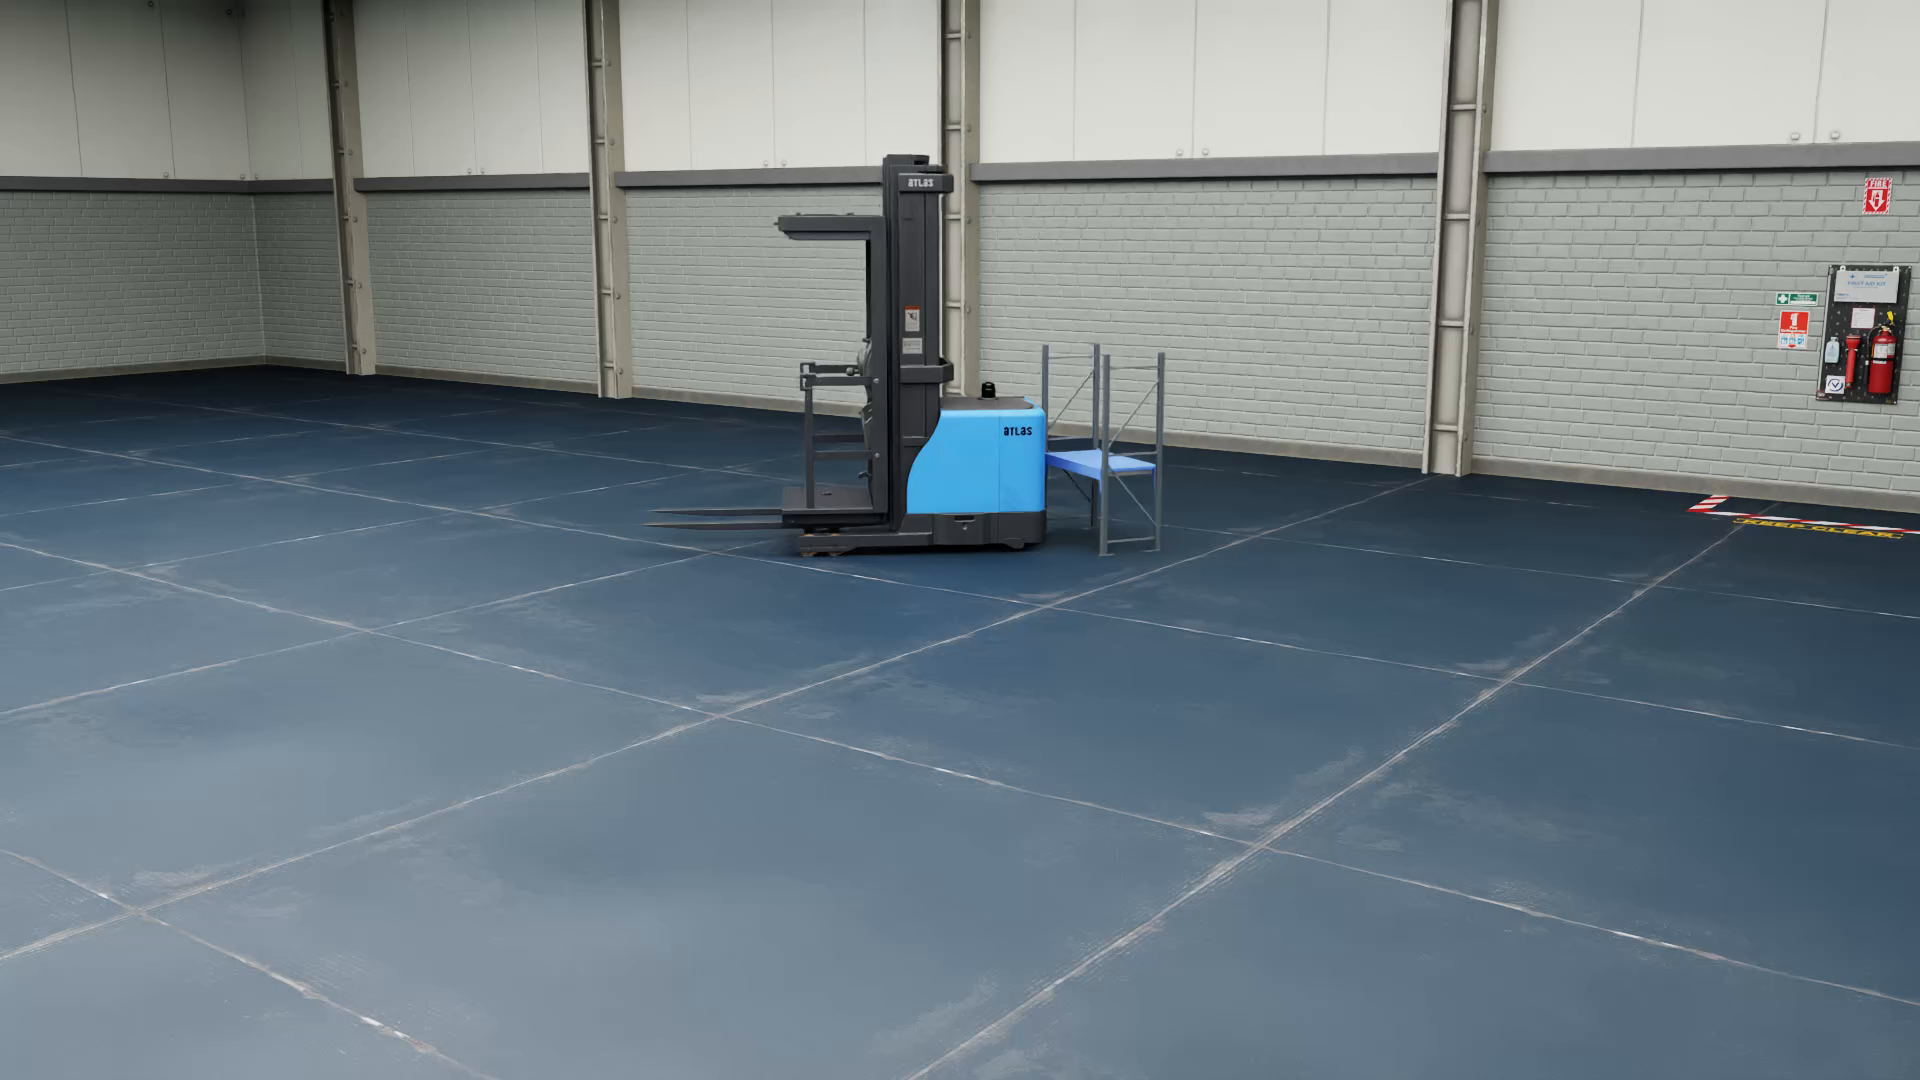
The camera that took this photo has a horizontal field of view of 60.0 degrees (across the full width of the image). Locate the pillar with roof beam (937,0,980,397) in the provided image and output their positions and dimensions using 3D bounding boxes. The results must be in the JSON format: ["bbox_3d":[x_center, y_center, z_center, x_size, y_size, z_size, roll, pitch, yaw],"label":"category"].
[{"bbox_3d":[-2.564,-5.100,15.700,0.400,9.000,9.100,8,13,36],"label":"pillar with roof beam"}]

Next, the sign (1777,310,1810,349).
[{"bbox_3d":[7.303,-1.844,14.569,0.234,0.329,0.001,8,13,36],"label":"sign"}]

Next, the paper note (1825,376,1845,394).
[{"bbox_3d":[7.585,-1.346,14.411,0.142,0.148,0.016,8,13,36],"label":"paper note"}]

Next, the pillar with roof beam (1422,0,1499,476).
[{"bbox_3d":[2.272,-4.426,12.213,0.400,9.000,9.100,8,13,36],"label":"pillar with roof beam"}]

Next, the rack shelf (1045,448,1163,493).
[{"bbox_3d":[1.080,-0.546,12.851,0.538,0.185,1.000,-5,12,-23],"label":"rack shelf"}]

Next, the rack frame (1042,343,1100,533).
[{"bbox_3d":[0.880,-0.812,13.276,0.500,1.500,0.032,-5,12,-23],"label":"rack frame"}]

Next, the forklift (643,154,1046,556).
[{"bbox_3d":[-0.892,-1.421,12.659,3.031,2.935,1.130,-1,11,-5],"label":"forklift"}]

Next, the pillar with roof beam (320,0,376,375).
[{"bbox_3d":[-12.236,-6.449,22.674,0.400,9.000,9.100,8,13,36],"label":"pillar with roof beam"}]

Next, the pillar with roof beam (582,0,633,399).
[{"bbox_3d":[-7.400,-5.775,19.187,0.400,9.000,9.100,8,13,36],"label":"pillar with roof beam"}]

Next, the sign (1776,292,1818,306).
[{"bbox_3d":[7.301,-2.102,14.509,0.331,0.109,0.001,8,13,36],"label":"sign"}]

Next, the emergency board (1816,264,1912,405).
[{"bbox_3d":[7.687,-1.748,14.169,0.643,1.169,0.194,8,13,36],"label":"emergency board"}]

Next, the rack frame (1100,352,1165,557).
[{"bbox_3d":[1.281,-0.634,12.359,0.500,1.500,0.032,-5,12,-23],"label":"rack frame"}]

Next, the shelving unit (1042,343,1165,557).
[{"bbox_3d":[1.080,-0.723,12.817,0.538,1.500,1.048,-5,12,-23],"label":"shelving unit"}]

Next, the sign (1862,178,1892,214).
[{"bbox_3d":[7.740,-2.903,14.033,0.199,0.298,0.001,8,13,36],"label":"sign"}]
